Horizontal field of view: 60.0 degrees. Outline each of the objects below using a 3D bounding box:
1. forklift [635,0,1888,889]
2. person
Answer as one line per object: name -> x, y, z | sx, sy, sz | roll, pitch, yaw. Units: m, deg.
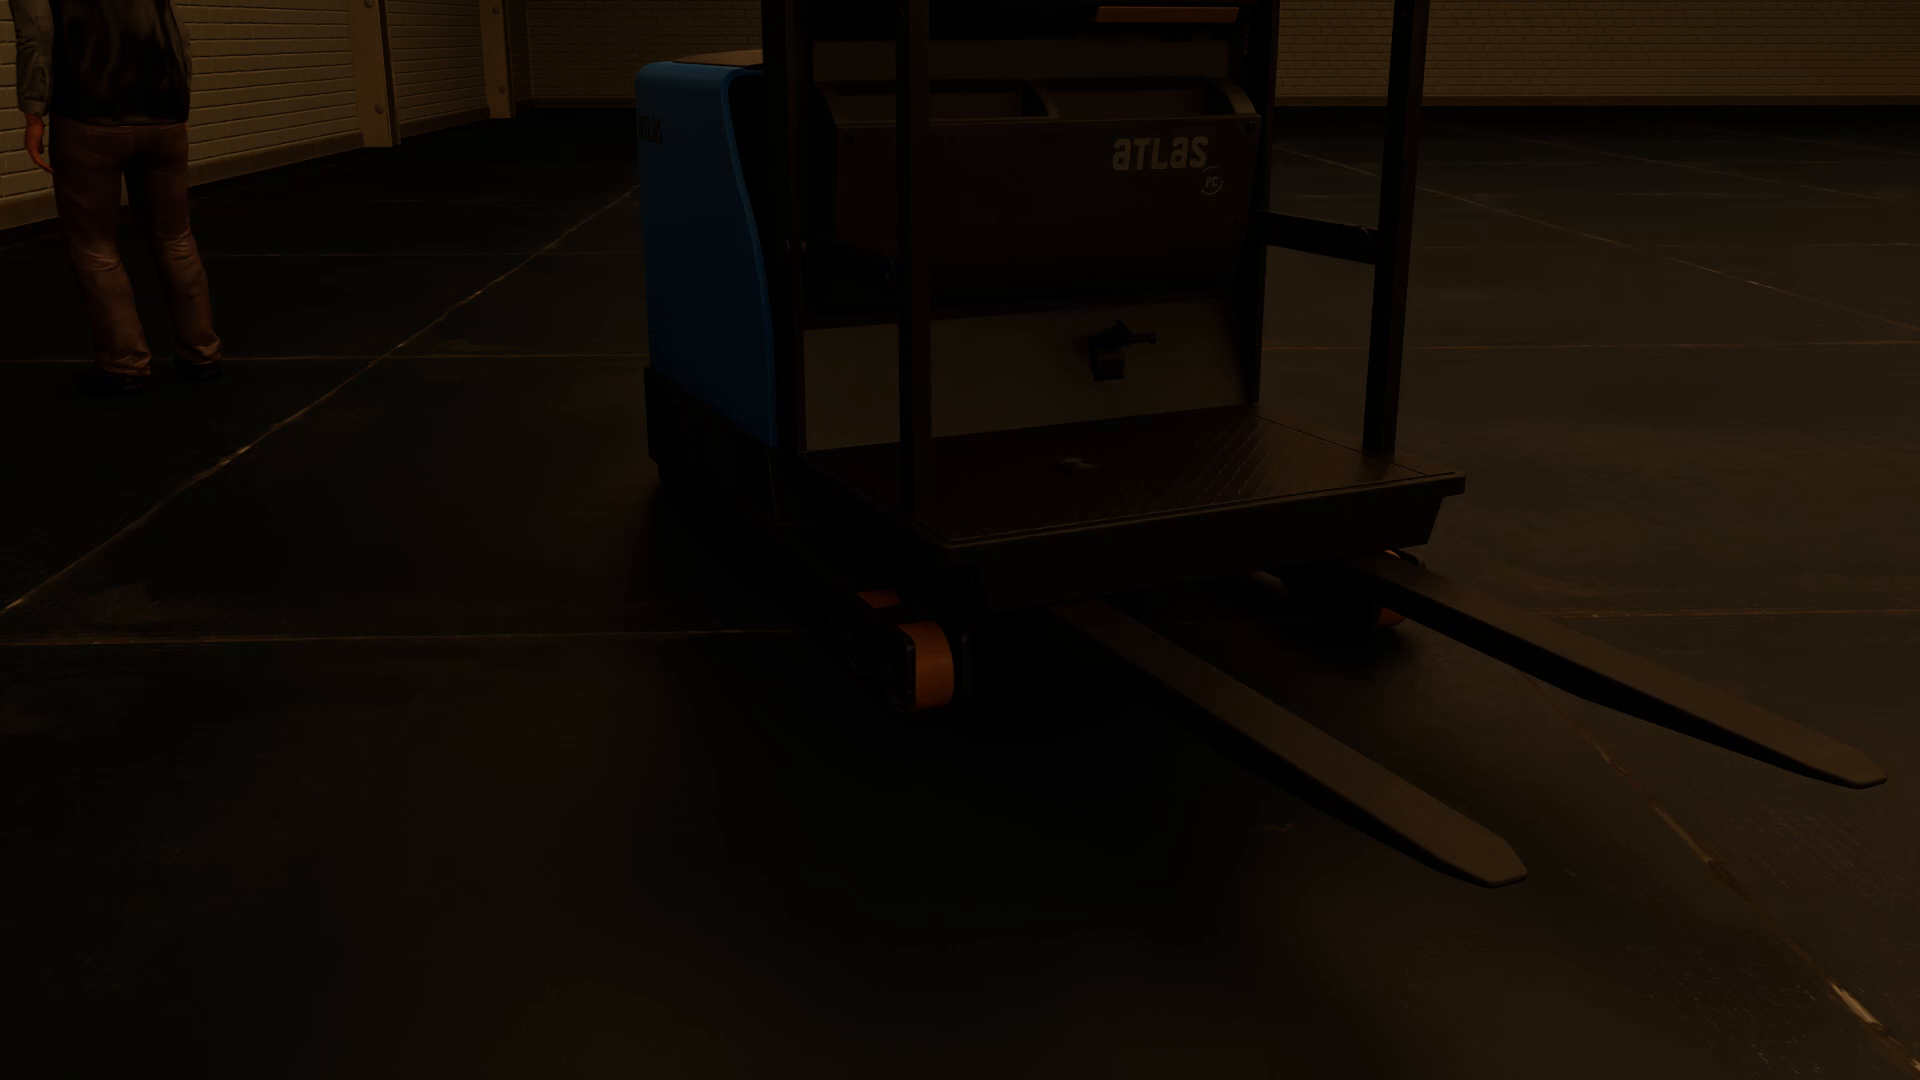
forklift -> 0.258, -1.240, 2.962 | 1.130, 2.935, 3.031 | -8, 19, -24
person -> -2.727, -1.342, 5.368 | 0.427, 1.720, 0.587 | 10, 20, 30
